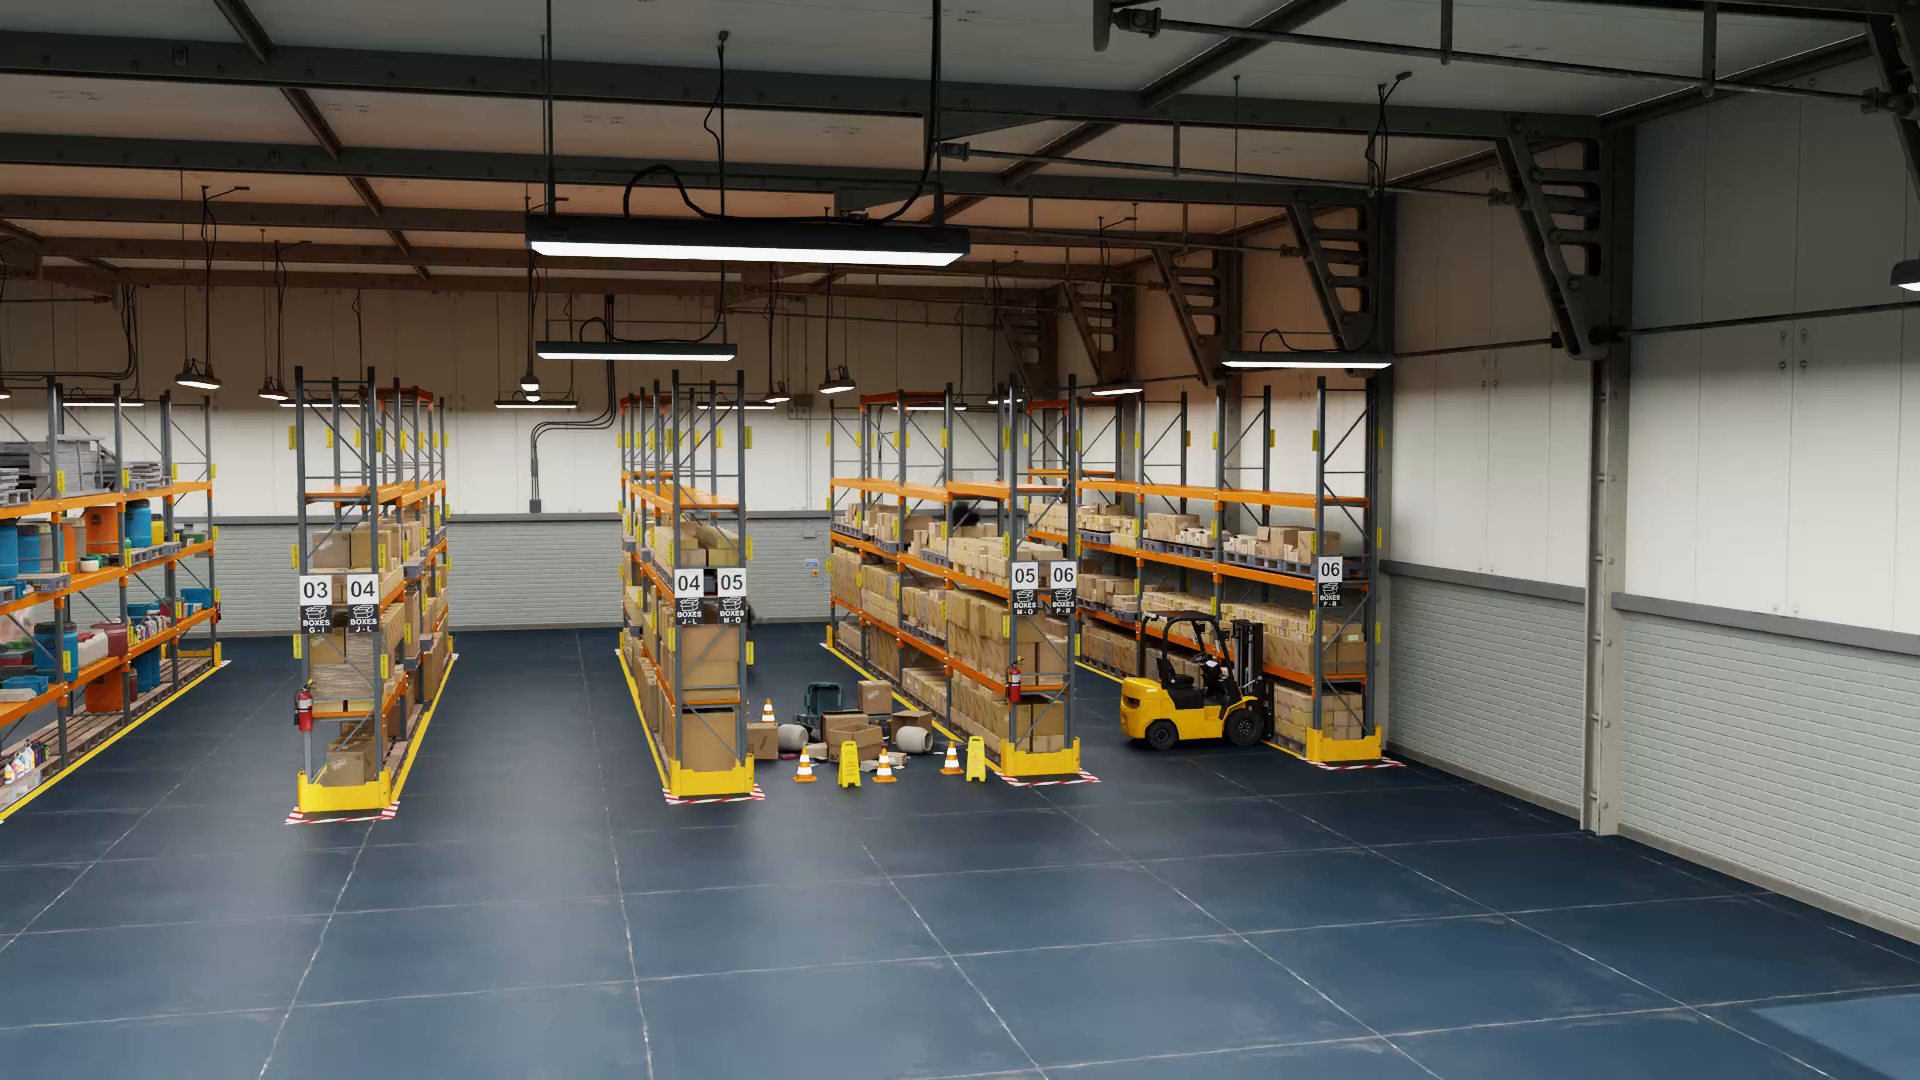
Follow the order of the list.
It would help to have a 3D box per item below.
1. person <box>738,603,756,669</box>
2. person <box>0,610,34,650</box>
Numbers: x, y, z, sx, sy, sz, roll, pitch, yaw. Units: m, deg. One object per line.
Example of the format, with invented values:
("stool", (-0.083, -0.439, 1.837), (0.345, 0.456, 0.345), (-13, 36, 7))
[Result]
("person", (-4.800, 1.993, 36.460), (0.660, 1.685, 0.688), (-1, 4, -22))
("person", (-19.402, 2.097, 34.167), (0.690, 1.751, 0.550), (-2, 4, -30))
